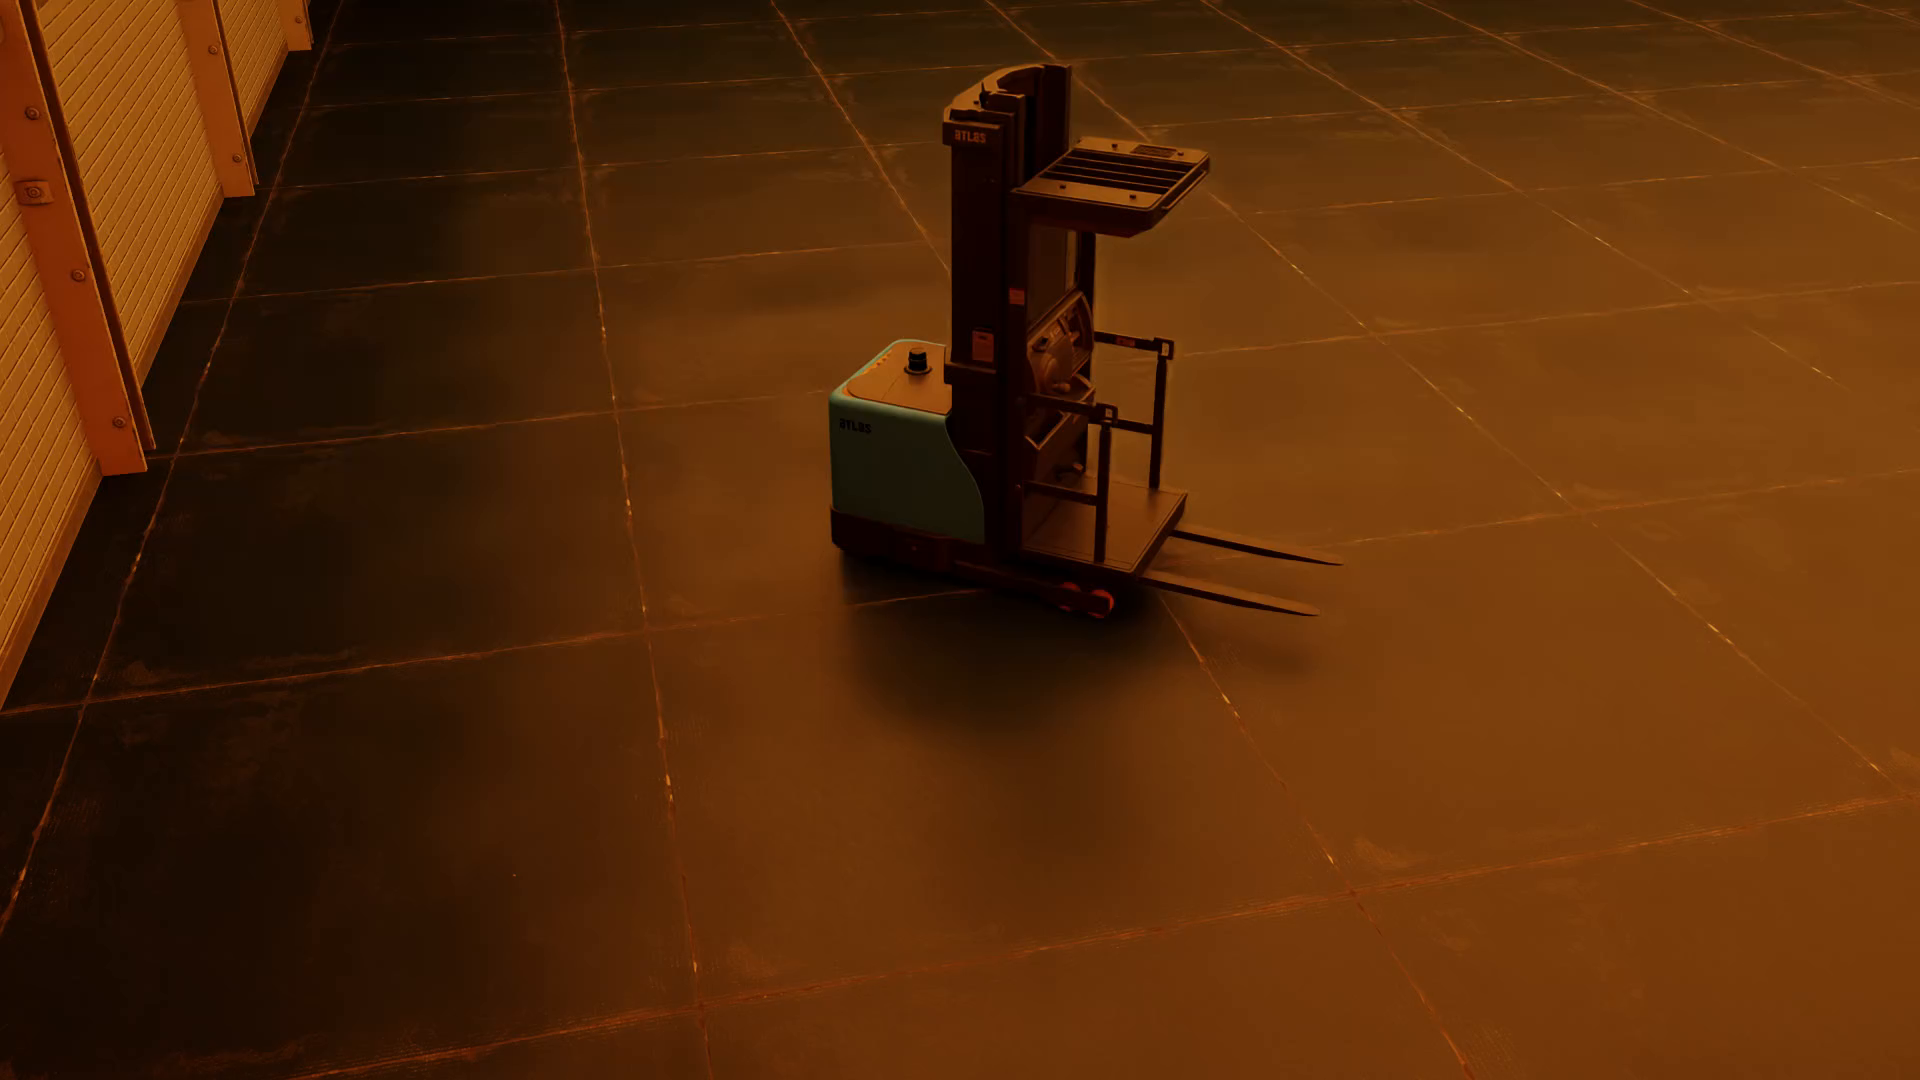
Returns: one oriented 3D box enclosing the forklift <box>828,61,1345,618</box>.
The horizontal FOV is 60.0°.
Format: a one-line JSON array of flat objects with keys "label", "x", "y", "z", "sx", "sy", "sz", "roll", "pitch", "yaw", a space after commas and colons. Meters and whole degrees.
[{"label": "forklift", "x": 0.763, "y": -1.115, "z": 9.501, "sx": 3.031, "sy": 2.935, "sz": 1.130, "roll": 13, "pitch": 32, "yaw": 21}]
